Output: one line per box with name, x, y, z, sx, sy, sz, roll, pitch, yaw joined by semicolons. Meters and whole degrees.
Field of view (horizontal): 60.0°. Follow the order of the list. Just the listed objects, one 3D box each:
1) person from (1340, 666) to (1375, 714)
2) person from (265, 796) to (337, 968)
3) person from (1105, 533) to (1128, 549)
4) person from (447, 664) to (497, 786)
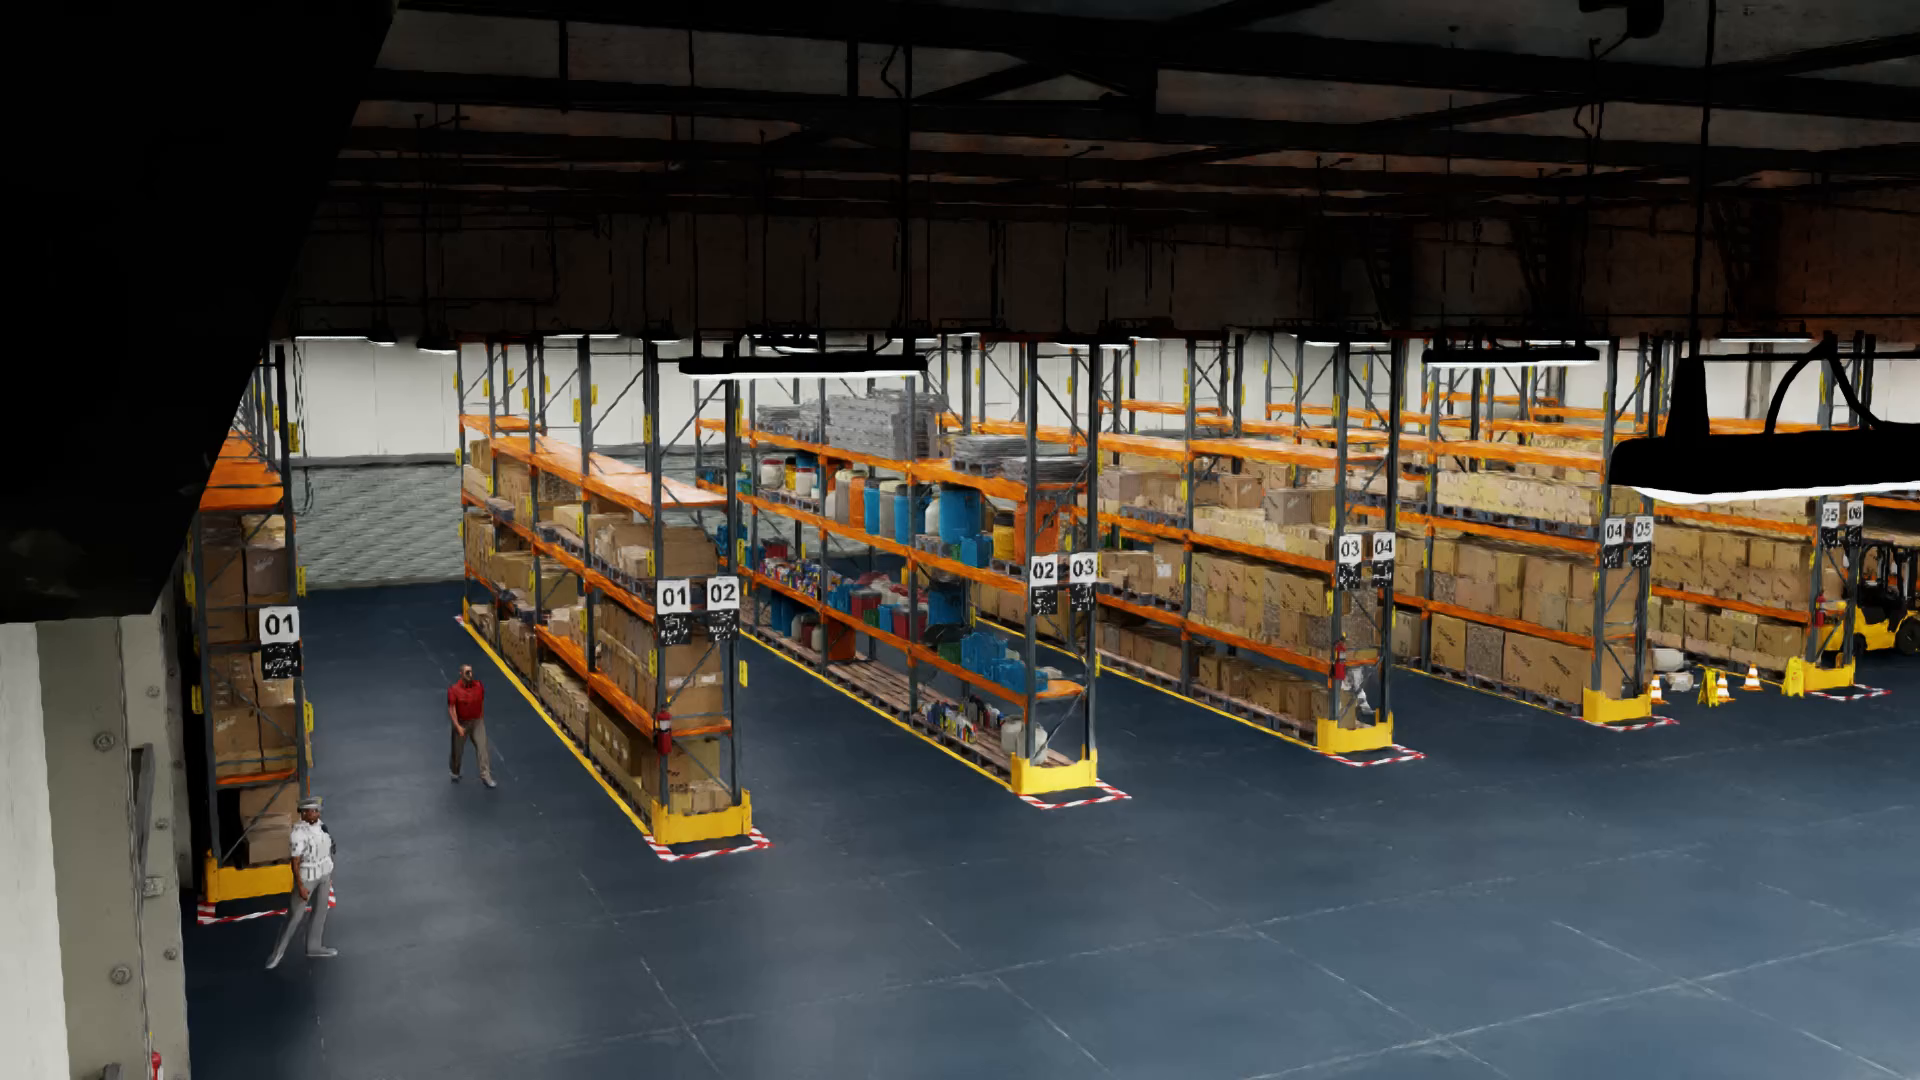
person;6.414;1.883;26.671;0.550;1.709;1.128;-4;9;-26
person;-6.479;3.339;16.280;0.499;1.654;0.675;3;8;20
person;3.992;-0.238;42.356;0.774;1.727;0.663;8;11;44
person;-6.641;2.480;22.428;0.536;1.658;1.036;-5;9;-32
